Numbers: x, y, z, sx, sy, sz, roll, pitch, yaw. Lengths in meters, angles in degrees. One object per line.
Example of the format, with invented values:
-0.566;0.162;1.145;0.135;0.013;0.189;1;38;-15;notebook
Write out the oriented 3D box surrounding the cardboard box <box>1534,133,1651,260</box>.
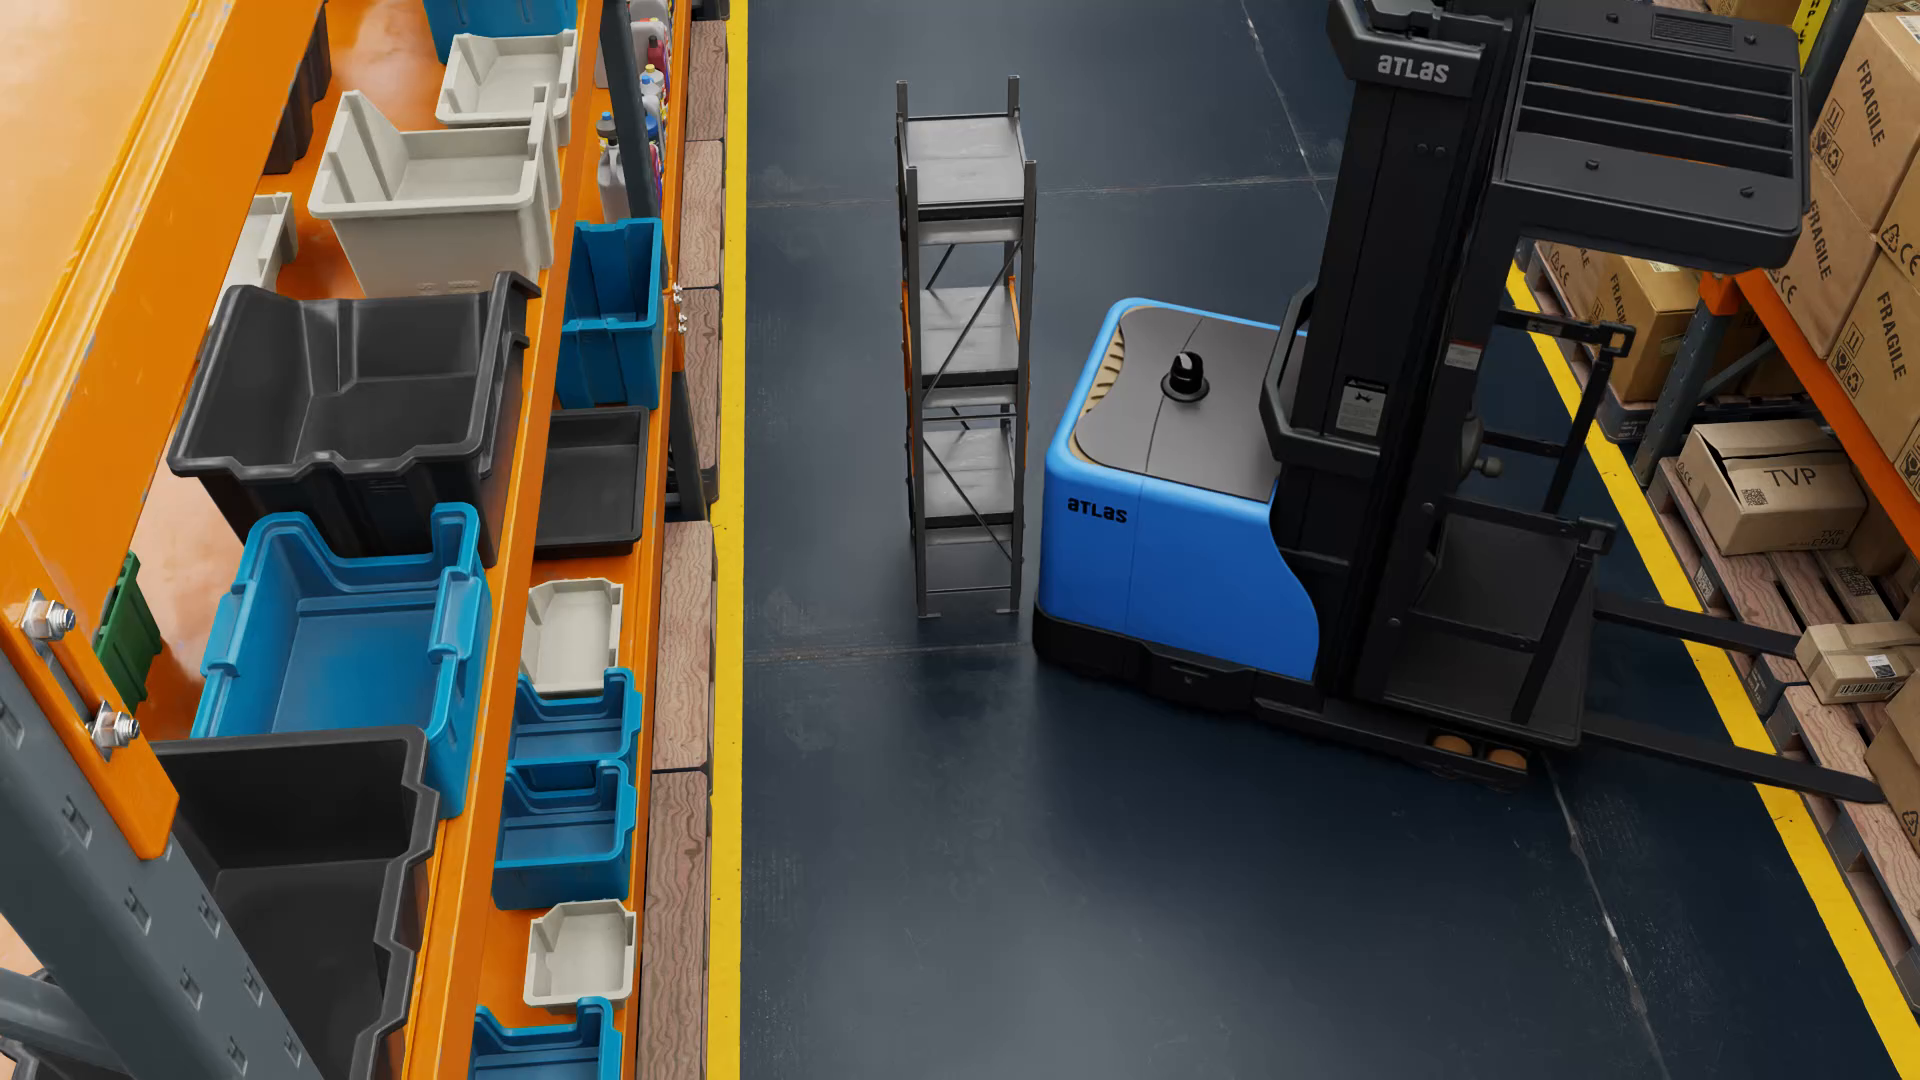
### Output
2.993;-1.679;7.829;0.500;0.500;0.500;-3;47;-3;cardboard box

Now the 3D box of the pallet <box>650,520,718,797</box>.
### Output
-1.441;0.460;6.305;1.003;0.211;1.213;-3;47;-3;pallet

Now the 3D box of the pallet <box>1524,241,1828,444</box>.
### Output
3.289;-0.954;7.645;1.003;0.211;1.213;-3;47;-3;pallet

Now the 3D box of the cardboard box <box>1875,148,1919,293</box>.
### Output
3.197;-0.973;4.985;0.500;0.500;0.500;-5;47;-5;cardboard box

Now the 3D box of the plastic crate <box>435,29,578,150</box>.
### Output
-1.056;-1.072;3.951;0.293;0.136;0.466;-3;47;-3;plastic crate

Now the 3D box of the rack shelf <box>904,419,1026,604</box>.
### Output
0.014;-0.112;6.529;0.431;0.518;0.480;-3;47;-3;rack shelf

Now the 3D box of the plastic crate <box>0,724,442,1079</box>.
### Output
-0.961;0.584;2.292;0.497;0.269;0.590;-3;47;-3;plastic crate

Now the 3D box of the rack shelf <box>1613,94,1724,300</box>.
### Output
3.227;-2.526;7.709;1.077;0.370;4.000;-3;47;-3;rack shelf

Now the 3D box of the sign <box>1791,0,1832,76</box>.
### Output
2.842;-1.688;5.622;0.100;0.325;0.005;-3;47;-3;sign

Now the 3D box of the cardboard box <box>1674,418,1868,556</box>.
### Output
3.214;-0.236;6.593;0.500;0.311;0.500;-3;47;-3;cardboard box

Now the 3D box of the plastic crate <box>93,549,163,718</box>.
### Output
-1.574;0.211;2.701;0.450;0.188;0.336;-3;47;-3;plastic crate

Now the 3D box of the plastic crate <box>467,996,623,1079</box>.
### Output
-0.954;1.228;3.732;0.416;0.233;0.300;-3;47;-3;plastic crate

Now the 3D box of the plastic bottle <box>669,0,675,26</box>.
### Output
-1.288;-2.336;7.121;0.097;0.271;0.097;0;47;0;plastic bottle

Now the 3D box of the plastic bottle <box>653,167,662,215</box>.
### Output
-1.147;-1.279;6.113;0.061;0.283;0.133;-3;47;-3;plastic bottle

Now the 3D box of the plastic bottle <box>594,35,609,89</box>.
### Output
-1.430;-2.004;6.804;0.152;0.276;0.135;-3;47;-3;plastic bottle

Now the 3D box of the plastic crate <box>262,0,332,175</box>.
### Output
-1.711;-1.099;3.886;0.497;0.269;0.590;-3;47;-3;plastic crate

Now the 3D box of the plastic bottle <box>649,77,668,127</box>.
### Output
-1.222;-1.739;6.604;0.097;0.201;0.097;0;47;0;plastic bottle

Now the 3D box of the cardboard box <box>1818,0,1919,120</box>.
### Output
3.578;-1.862;6.226;0.700;0.500;0.500;-18;49;-16;cardboard box

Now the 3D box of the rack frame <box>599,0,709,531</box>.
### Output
-1.542;-1.028;5.794;1.000;3.000;0.127;-3;47;-3;rack frame

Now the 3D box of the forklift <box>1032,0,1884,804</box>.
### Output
1.853;-0.531;5.371;3.031;2.935;1.130;14;48;13;forklift

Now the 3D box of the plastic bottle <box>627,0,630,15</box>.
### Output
-1.440;-2.397;7.180;0.097;0.271;0.097;0;47;0;plastic bottle

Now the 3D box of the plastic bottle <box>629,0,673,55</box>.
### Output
-1.298;-2.181;6.972;0.152;0.276;0.135;-3;47;-3;plastic bottle

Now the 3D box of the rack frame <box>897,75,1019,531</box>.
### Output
-0.007;-0.779;6.178;0.400;2.100;0.015;-3;47;-3;rack frame

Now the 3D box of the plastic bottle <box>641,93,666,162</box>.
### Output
-1.231;-1.608;6.429;0.152;0.276;0.135;-3;47;-3;plastic bottle

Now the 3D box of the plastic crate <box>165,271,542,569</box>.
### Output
-1.061;-0.266;3.050;0.504;0.338;0.767;-3;47;-3;plastic crate

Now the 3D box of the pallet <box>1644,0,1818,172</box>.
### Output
3.437;-1.845;6.700;1.003;0.211;1.213;-3;47;-3;pallet

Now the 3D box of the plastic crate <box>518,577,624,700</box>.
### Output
-1.096;0.283;4.692;0.293;0.136;0.466;-3;47;-3;plastic crate

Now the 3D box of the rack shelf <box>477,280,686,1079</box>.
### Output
-1.374;0.666;4.685;1.077;0.370;4.000;-3;47;-3;rack shelf

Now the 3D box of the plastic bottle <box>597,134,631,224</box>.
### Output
-1.252;-1.315;6.100;0.144;0.351;0.185;-3;47;-3;plastic bottle

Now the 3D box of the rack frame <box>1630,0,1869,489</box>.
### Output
3.395;-1.327;6.077;1.000;3.000;0.127;-3;47;-3;rack frame

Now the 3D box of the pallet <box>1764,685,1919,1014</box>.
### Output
3.556;1.014;5.781;1.003;0.211;1.213;-3;47;-3;pallet

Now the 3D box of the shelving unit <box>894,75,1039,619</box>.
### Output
0.014;-0.602;6.011;0.431;2.100;0.503;-3;47;-3;shelving unit

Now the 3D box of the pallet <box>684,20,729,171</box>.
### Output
-1.769;-2.395;9.010;1.003;0.211;1.213;-3;47;-3;pallet

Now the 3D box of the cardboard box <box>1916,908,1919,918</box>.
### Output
3.389;1.294;5.186;0.500;0.250;0.500;-3;47;-3;cardboard box

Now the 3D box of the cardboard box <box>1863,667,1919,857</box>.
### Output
3.557;0.740;5.536;0.797;0.503;0.637;-3;47;-3;cardboard box

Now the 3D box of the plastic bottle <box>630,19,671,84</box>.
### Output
-1.278;-2.013;6.813;0.152;0.276;0.135;-3;47;-3;plastic bottle

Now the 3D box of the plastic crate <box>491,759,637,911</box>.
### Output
-1.010;0.752;4.183;0.416;0.233;0.300;-3;47;-3;plastic crate

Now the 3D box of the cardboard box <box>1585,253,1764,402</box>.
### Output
3.068;-0.958;7.146;0.500;0.500;0.500;-4;47;-4;cardboard box

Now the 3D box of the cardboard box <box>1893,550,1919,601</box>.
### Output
3.816;0.165;6.325;0.380;0.149;0.250;-3;47;-3;cardboard box

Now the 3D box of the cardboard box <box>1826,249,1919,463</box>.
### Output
3.212;-0.605;5.325;0.500;0.500;0.500;-3;47;-3;cardboard box

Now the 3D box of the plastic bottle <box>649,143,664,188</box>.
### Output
-1.186;-1.430;6.312;0.097;0.201;0.097;0;47;0;plastic bottle

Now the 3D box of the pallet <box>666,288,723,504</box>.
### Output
-1.565;-0.630;7.338;1.003;0.211;1.213;-3;47;-3;pallet
